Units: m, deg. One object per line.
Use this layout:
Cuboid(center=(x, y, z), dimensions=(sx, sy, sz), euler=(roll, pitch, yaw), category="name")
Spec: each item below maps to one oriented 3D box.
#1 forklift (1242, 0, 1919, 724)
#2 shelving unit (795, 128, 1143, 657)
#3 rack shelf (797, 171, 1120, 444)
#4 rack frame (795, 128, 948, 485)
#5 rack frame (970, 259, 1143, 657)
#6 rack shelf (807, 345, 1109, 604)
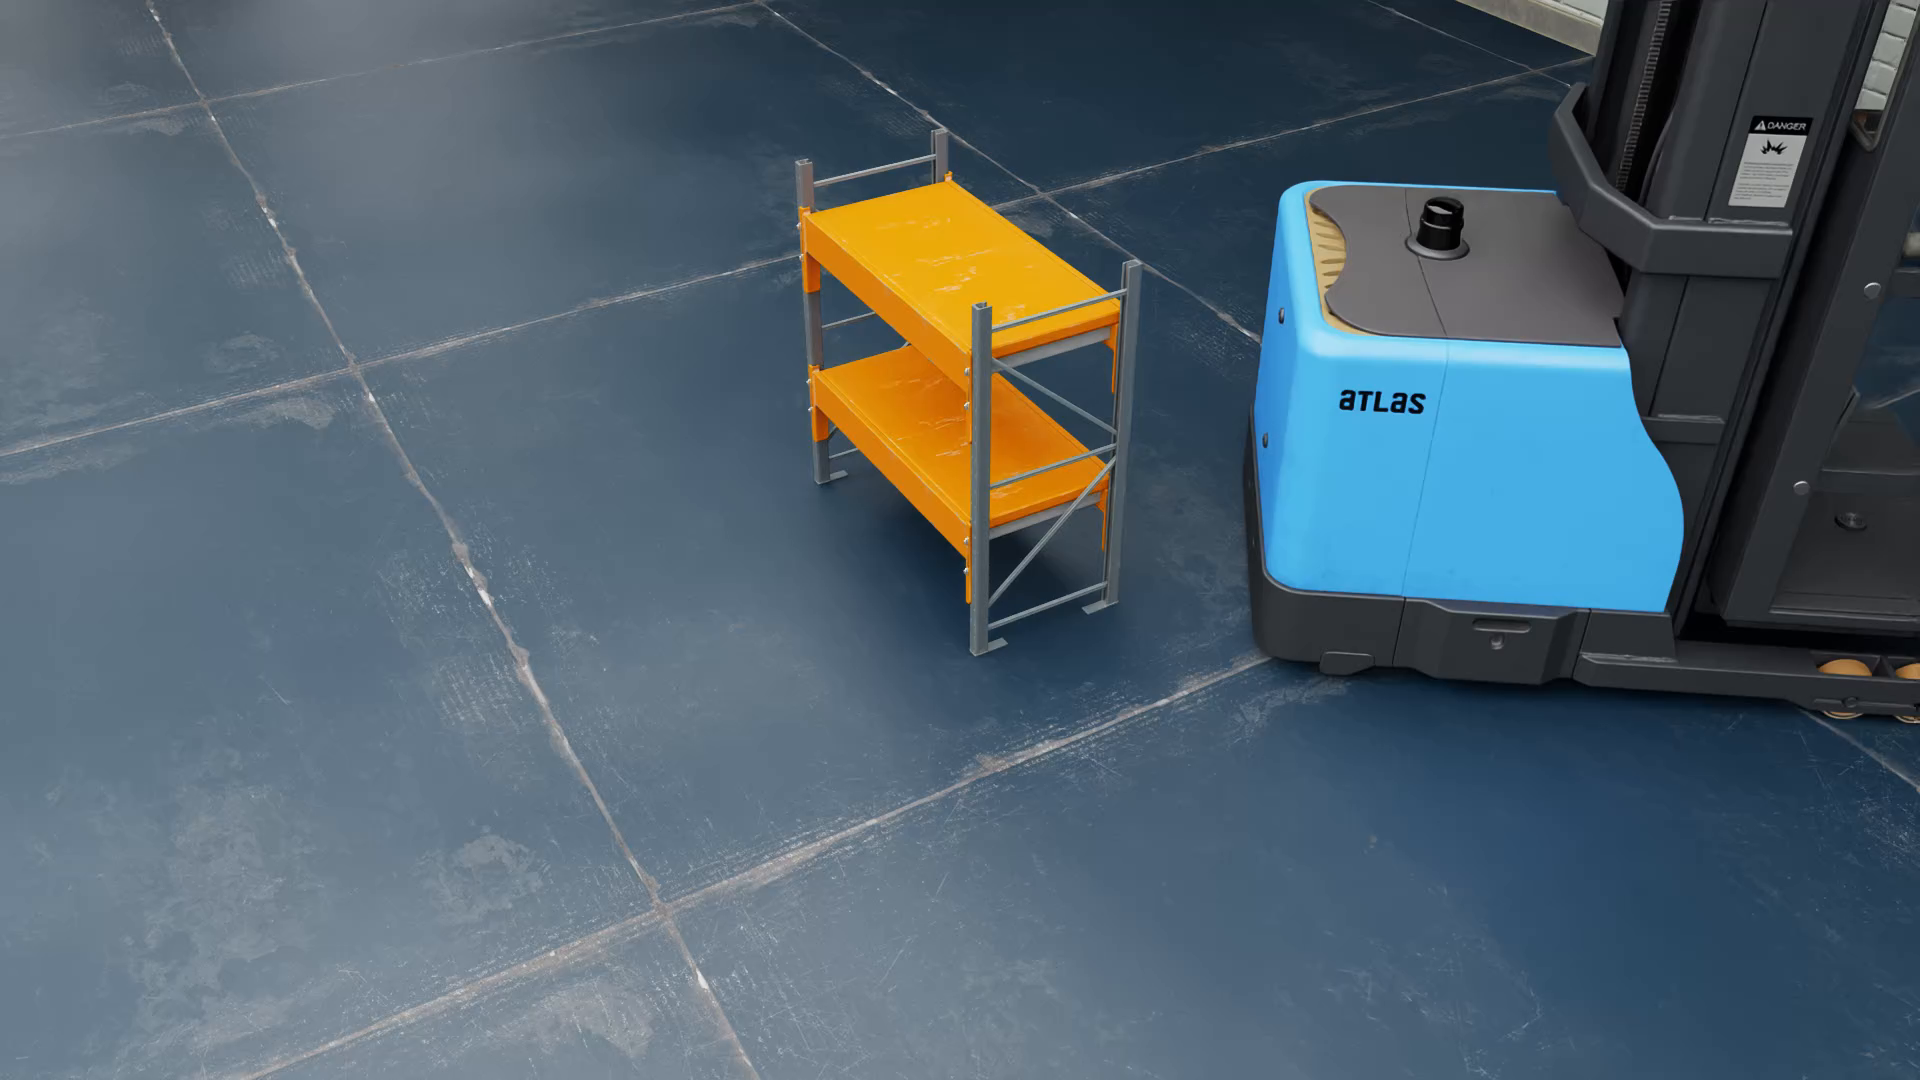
Cuboid(center=(2.388, -1.011, 4.149), dimensions=(3.031, 2.935, 1.130), euler=(3, 36, 5), category="forklift")
Cuboid(center=(-0.003, -0.458, 4.923), dimensions=(0.538, 1.125, 1.048), euler=(-19, 40, -24), category="shelving unit")
Cuboid(center=(-0.003, -0.694, 4.750), dimensions=(0.538, 0.278, 1.000), euler=(-19, 40, -24), category="rack shelf")
Cuboid(center=(-0.259, -0.717, 5.278), dimensions=(0.500, 1.125, 0.032), euler=(-19, 40, -24), category="rack frame")
Cuboid(center=(0.252, -0.198, 4.568), dimensions=(0.500, 1.125, 0.032), euler=(-19, 40, -24), category="rack frame")
Cuboid(center=(-0.003, -0.260, 5.067), dimensions=(0.538, 0.278, 1.000), euler=(-19, 40, -24), category="rack shelf")
